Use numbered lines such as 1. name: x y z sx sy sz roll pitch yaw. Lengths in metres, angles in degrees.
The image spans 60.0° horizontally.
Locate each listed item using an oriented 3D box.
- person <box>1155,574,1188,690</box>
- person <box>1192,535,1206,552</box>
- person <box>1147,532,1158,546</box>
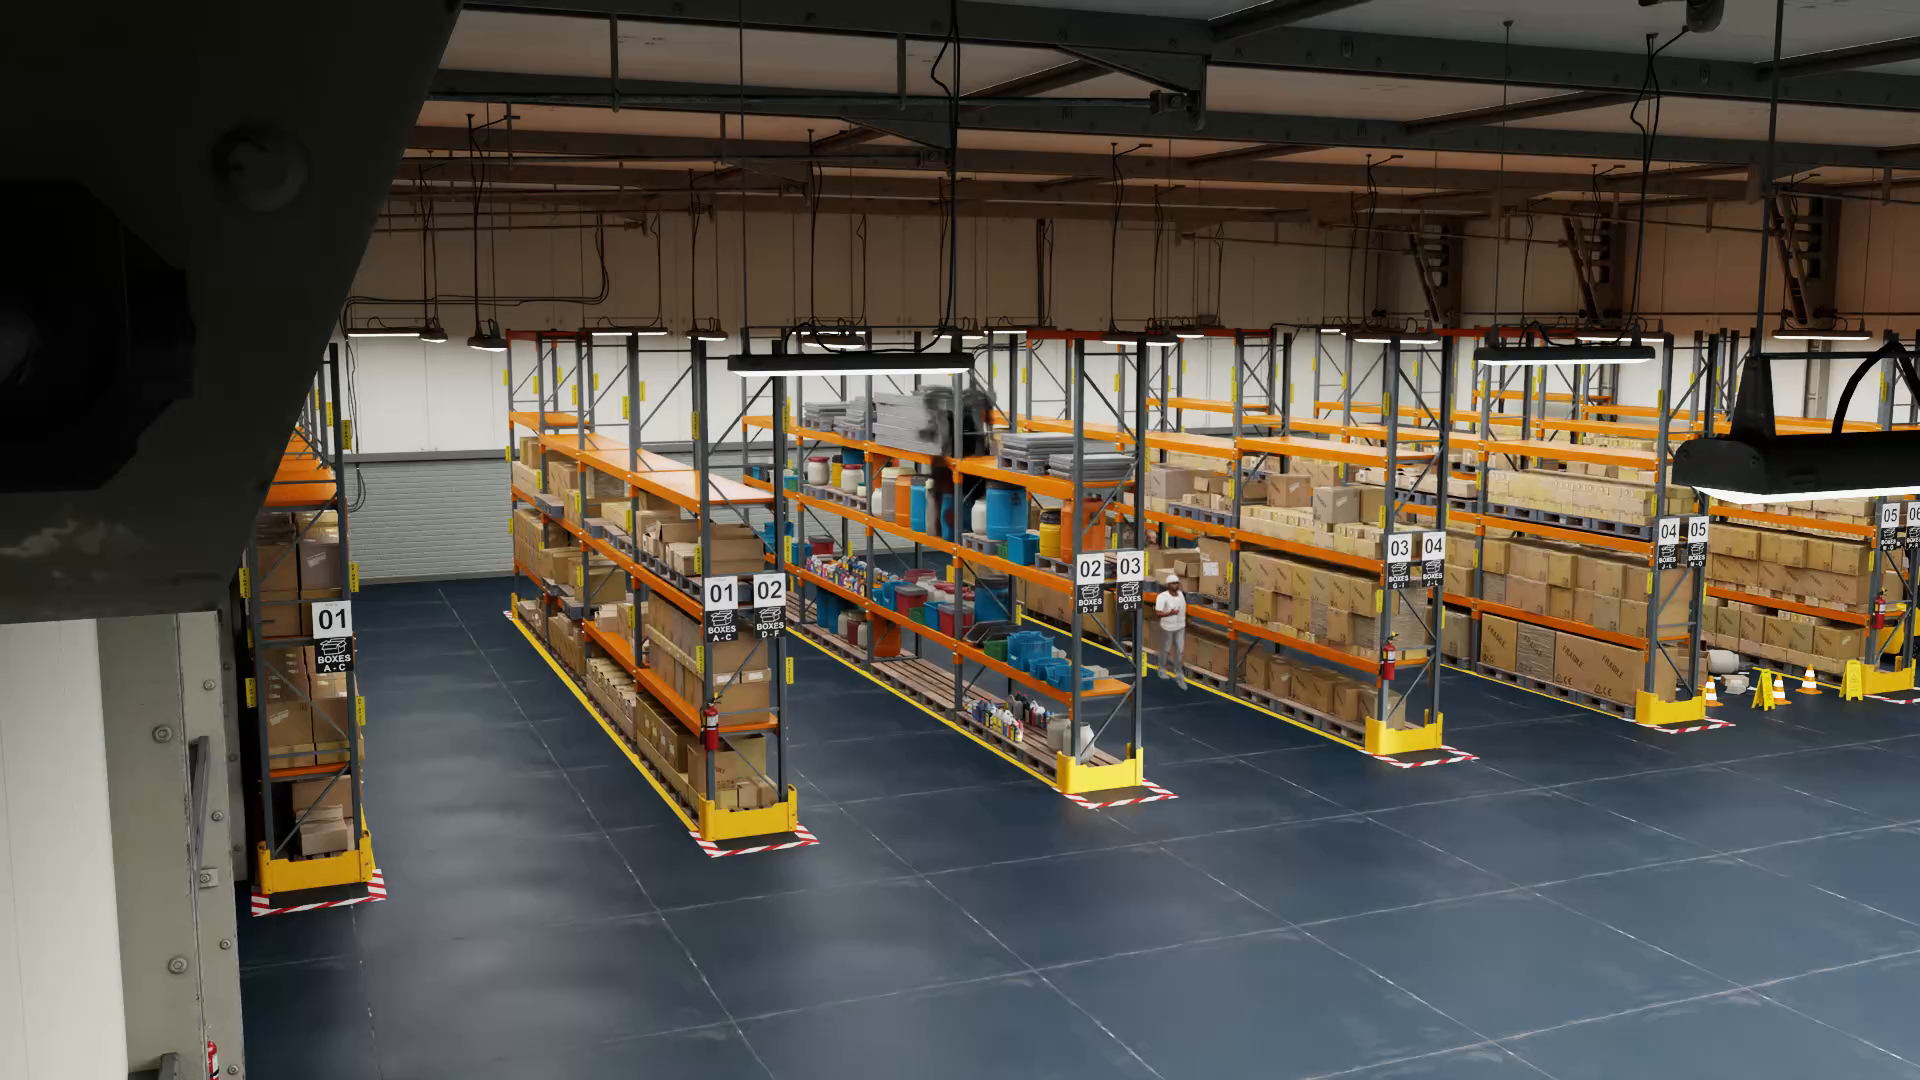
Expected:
1. person: 3.483 1.493 27.160 0.674 1.874 0.711 -3 8 -23
2. person: 5.158 0.709 35.318 0.589 1.647 0.528 -3 8 -21
3. person: 3.983 0.837 34.754 0.722 1.607 0.938 -4 9 -29
